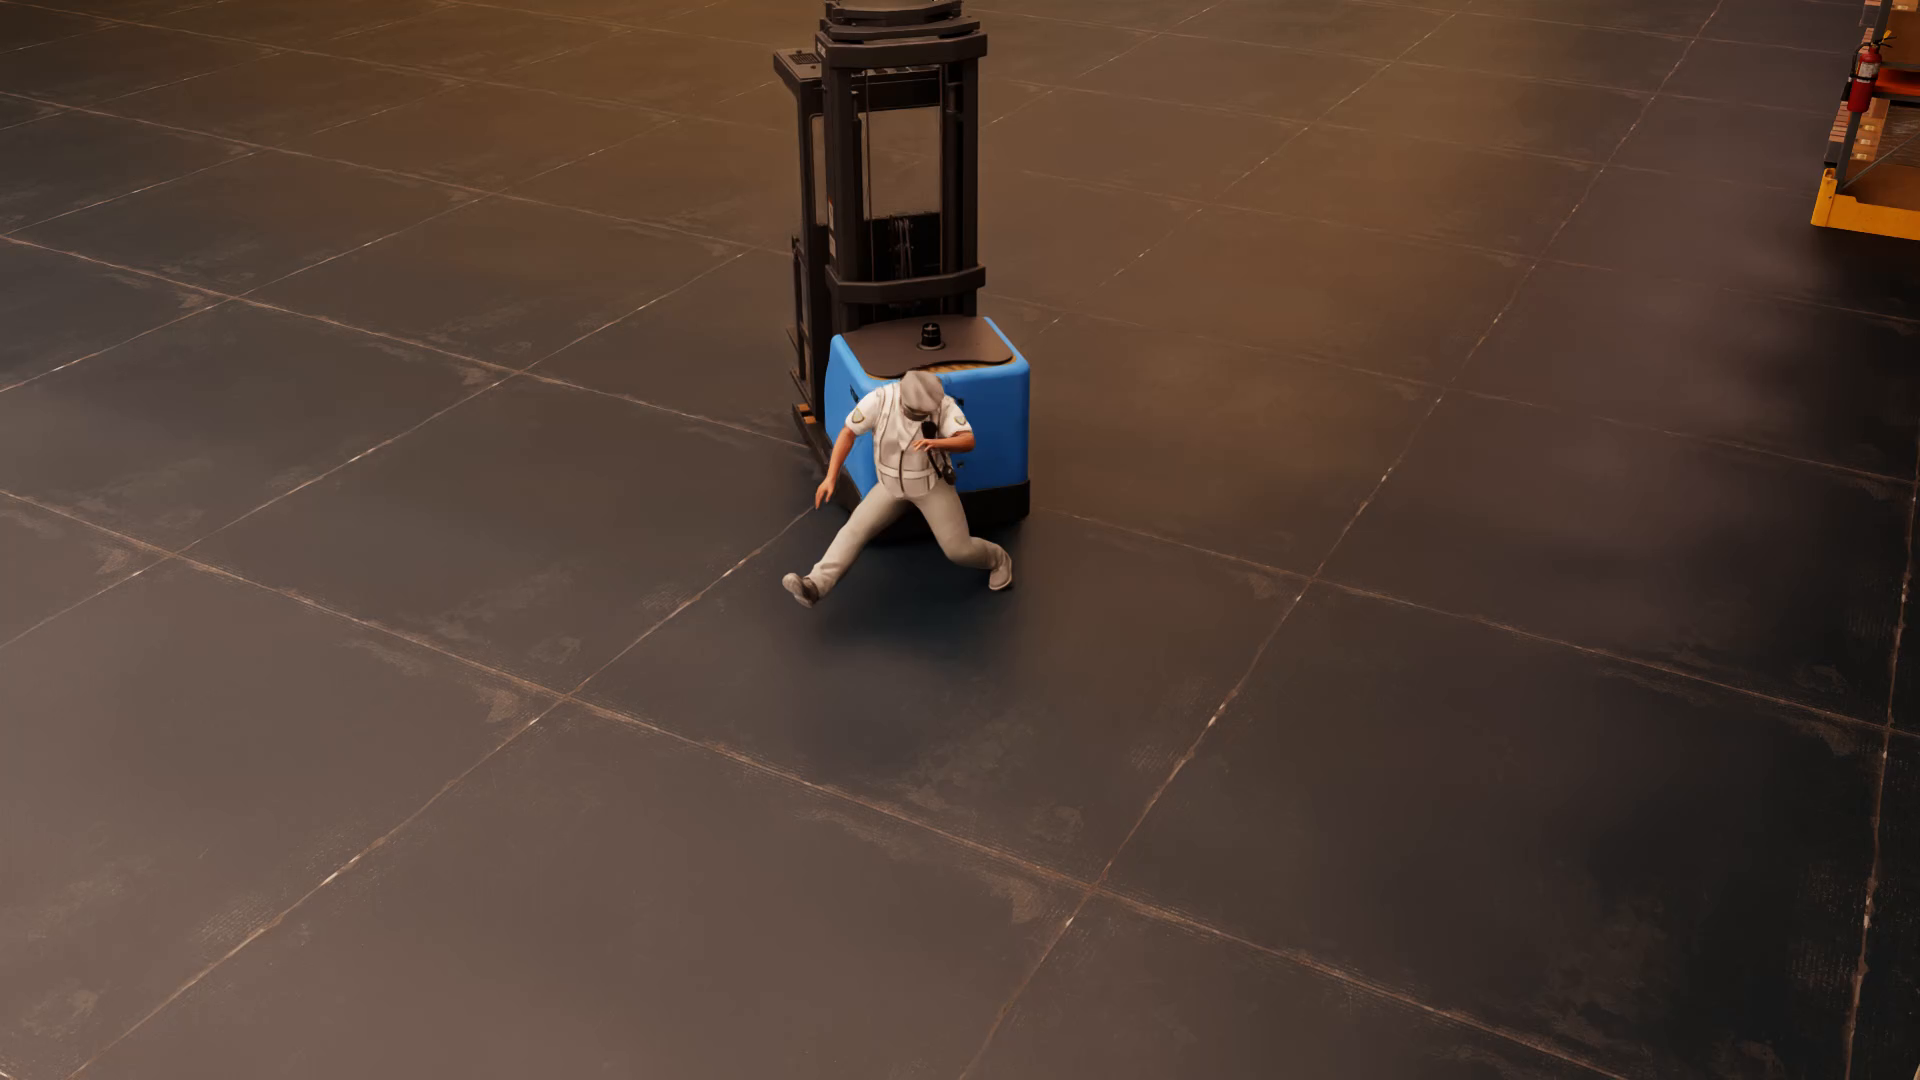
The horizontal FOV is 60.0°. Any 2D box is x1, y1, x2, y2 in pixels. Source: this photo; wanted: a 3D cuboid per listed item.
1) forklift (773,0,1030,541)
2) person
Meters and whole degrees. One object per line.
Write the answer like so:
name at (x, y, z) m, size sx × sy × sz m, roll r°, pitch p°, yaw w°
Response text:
forklift at (-0.505, -1.990, 10.518) m, size 1.130 × 2.935 × 3.031 m, roll -9°, pitch 31°, yaw -15°
person at (-0.305, -0.250, 9.047) m, size 1.040 × 1.419 × 1.143 m, roll 9°, pitch 31°, yaw 15°
